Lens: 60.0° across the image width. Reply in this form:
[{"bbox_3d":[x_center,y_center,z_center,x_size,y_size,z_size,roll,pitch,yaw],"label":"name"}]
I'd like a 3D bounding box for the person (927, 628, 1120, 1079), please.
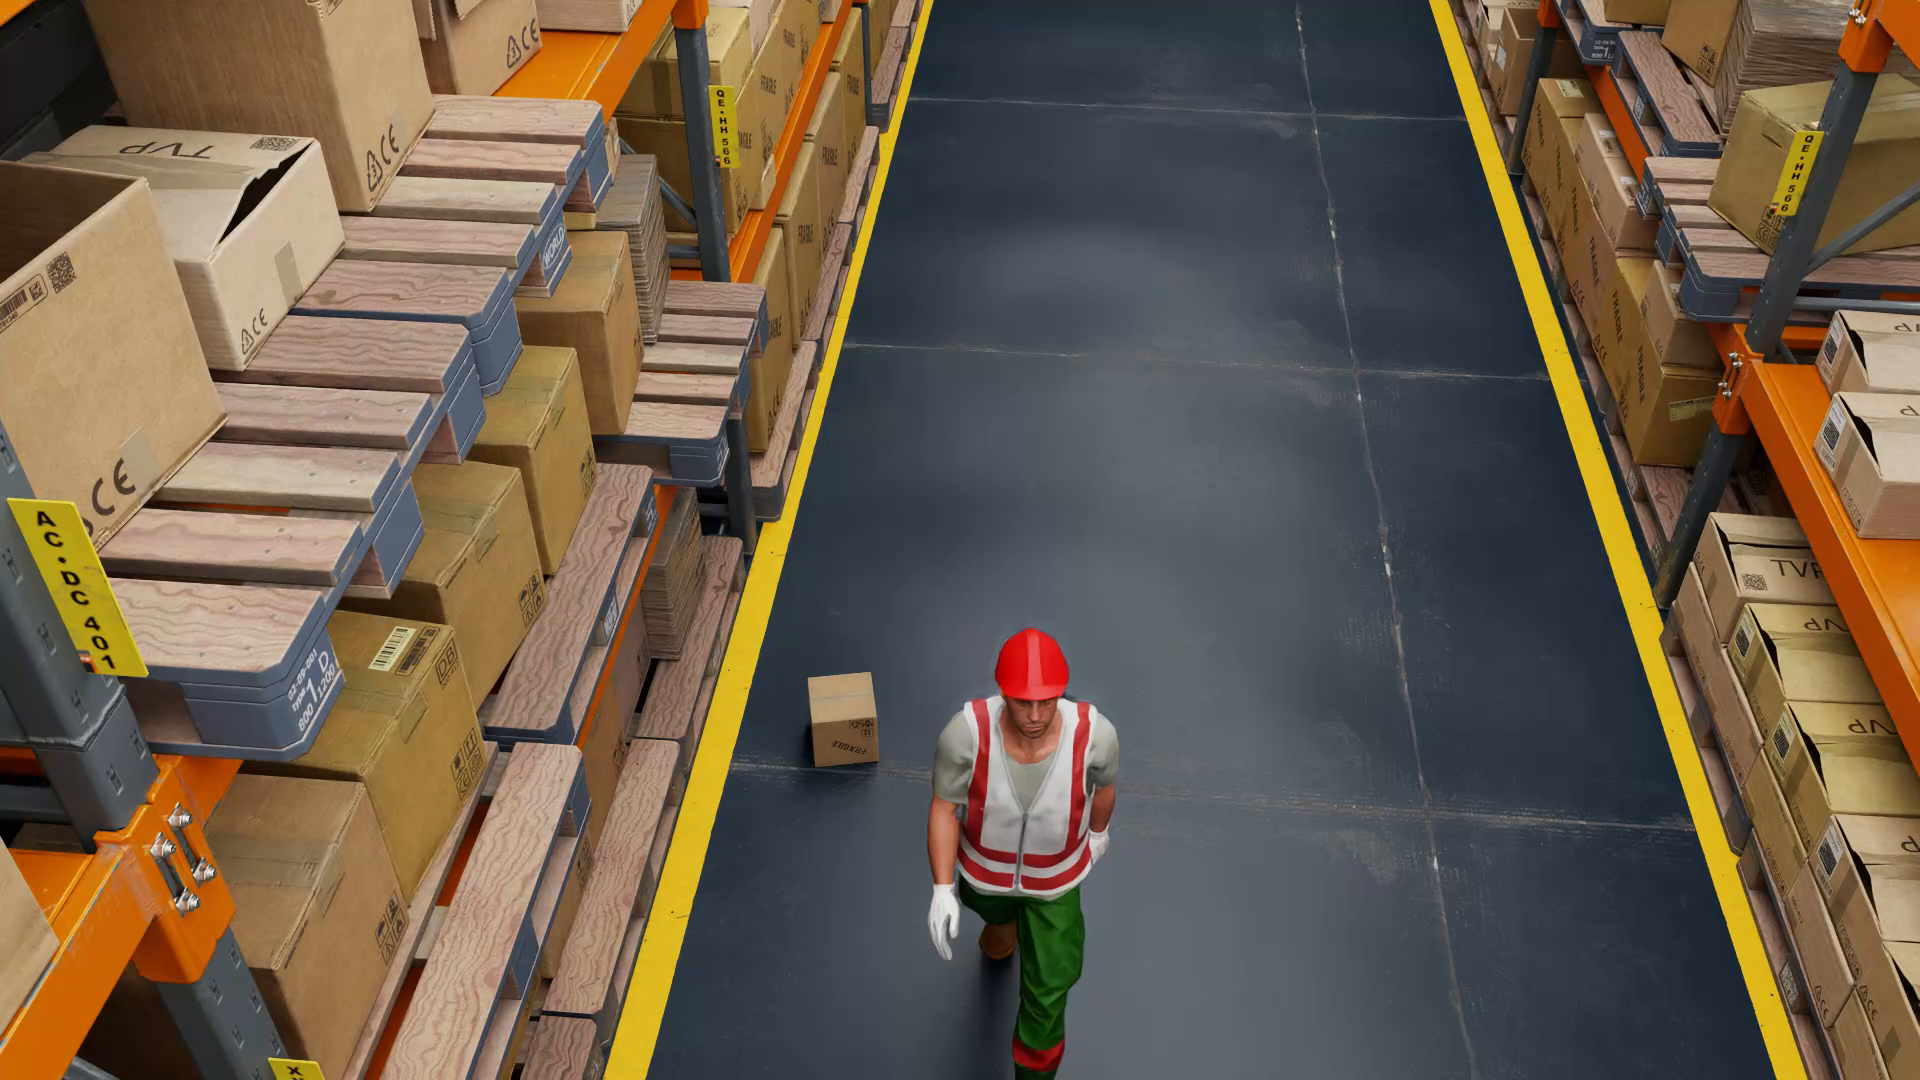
[{"bbox_3d":[0.176,0.989,4.956,0.538,1.735,1.089,5,40,6],"label":"person"}]
